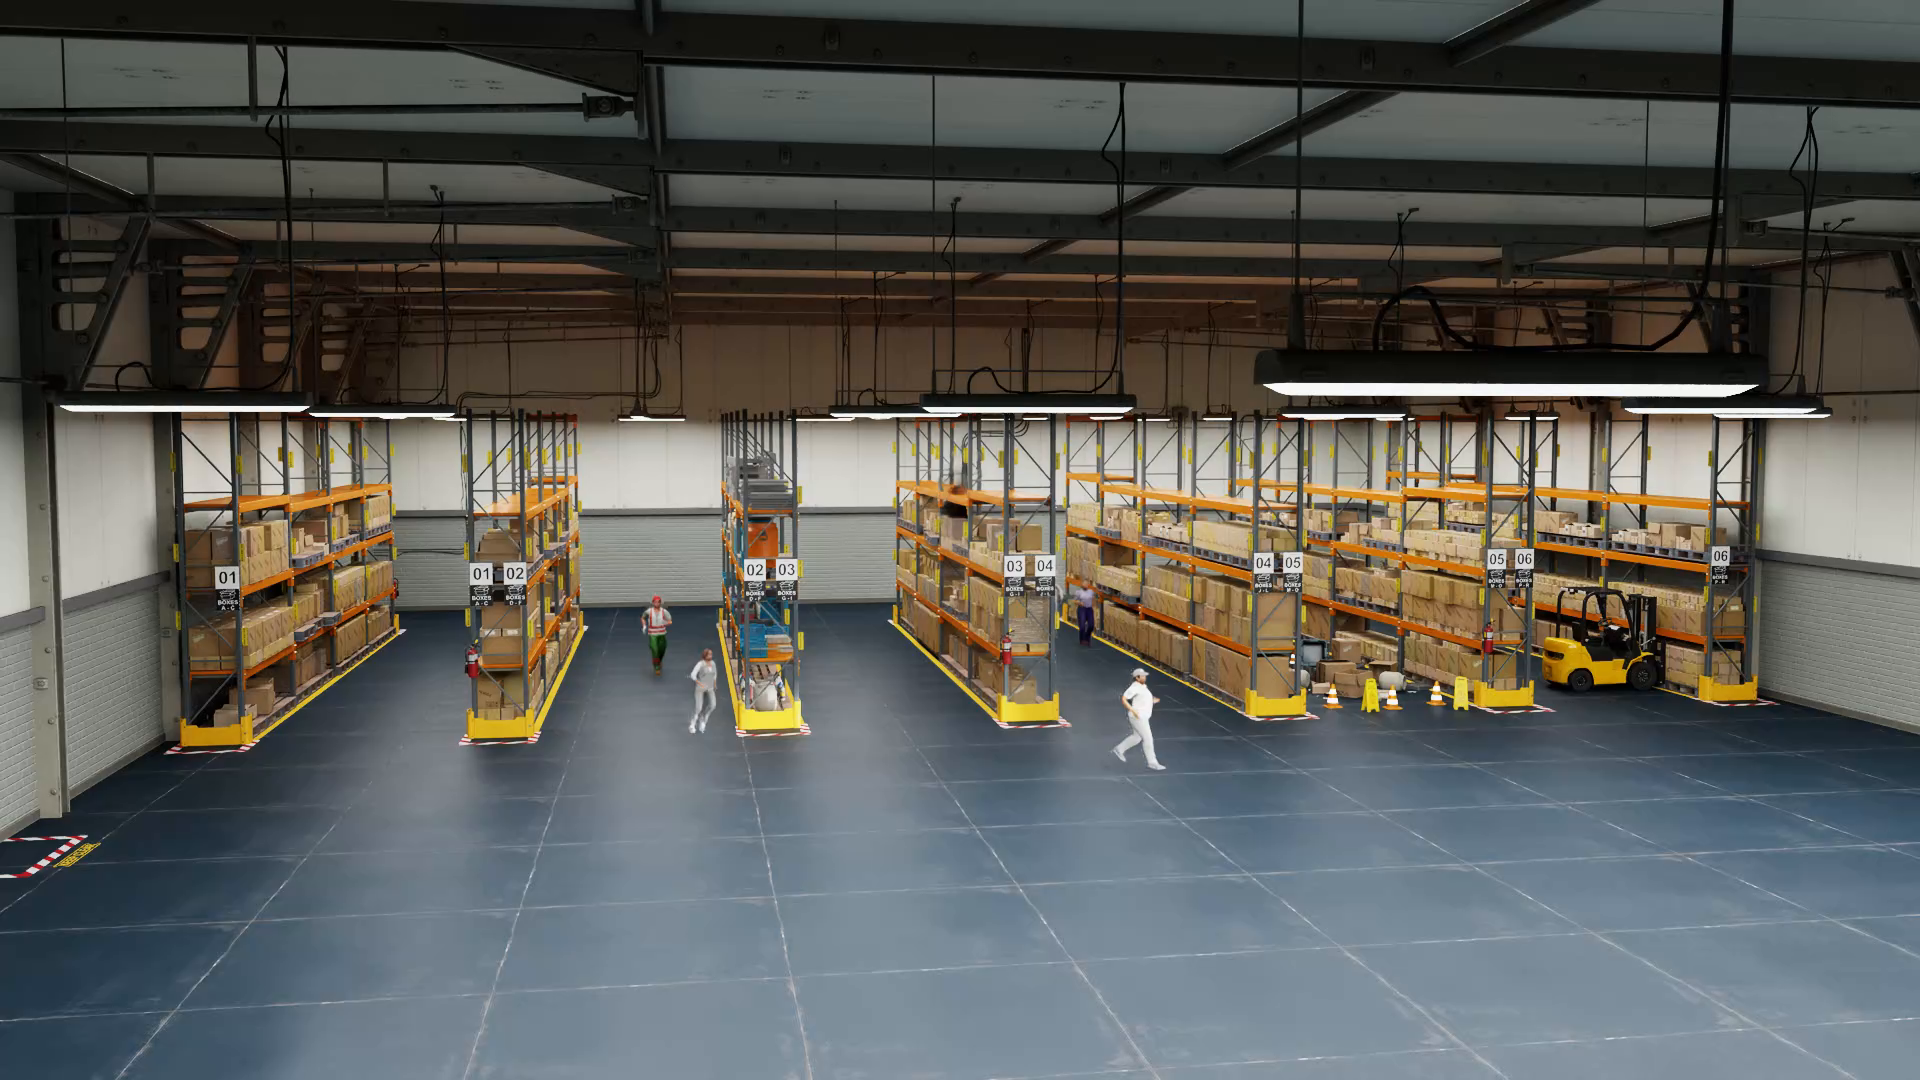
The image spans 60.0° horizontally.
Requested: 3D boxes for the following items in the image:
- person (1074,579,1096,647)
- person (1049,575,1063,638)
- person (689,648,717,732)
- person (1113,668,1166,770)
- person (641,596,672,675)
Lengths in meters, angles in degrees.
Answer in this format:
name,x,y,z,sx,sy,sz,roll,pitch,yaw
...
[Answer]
name,x,y,z,sx,sy,sz,roll,pitch,yaw
person,3.087,1.814,40.839,0.572,1.681,0.555,-1,4,-10
person,2.493,1.740,44.811,0.621,1.682,0.938,0,4,-5
person,-4.721,2.788,30.883,0.601,1.541,0.570,-3,5,-36
person,2.971,2.950,27.599,0.943,1.650,0.608,1,4,20
person,-6.919,2.160,38.013,0.663,1.766,0.997,-1,4,-19
